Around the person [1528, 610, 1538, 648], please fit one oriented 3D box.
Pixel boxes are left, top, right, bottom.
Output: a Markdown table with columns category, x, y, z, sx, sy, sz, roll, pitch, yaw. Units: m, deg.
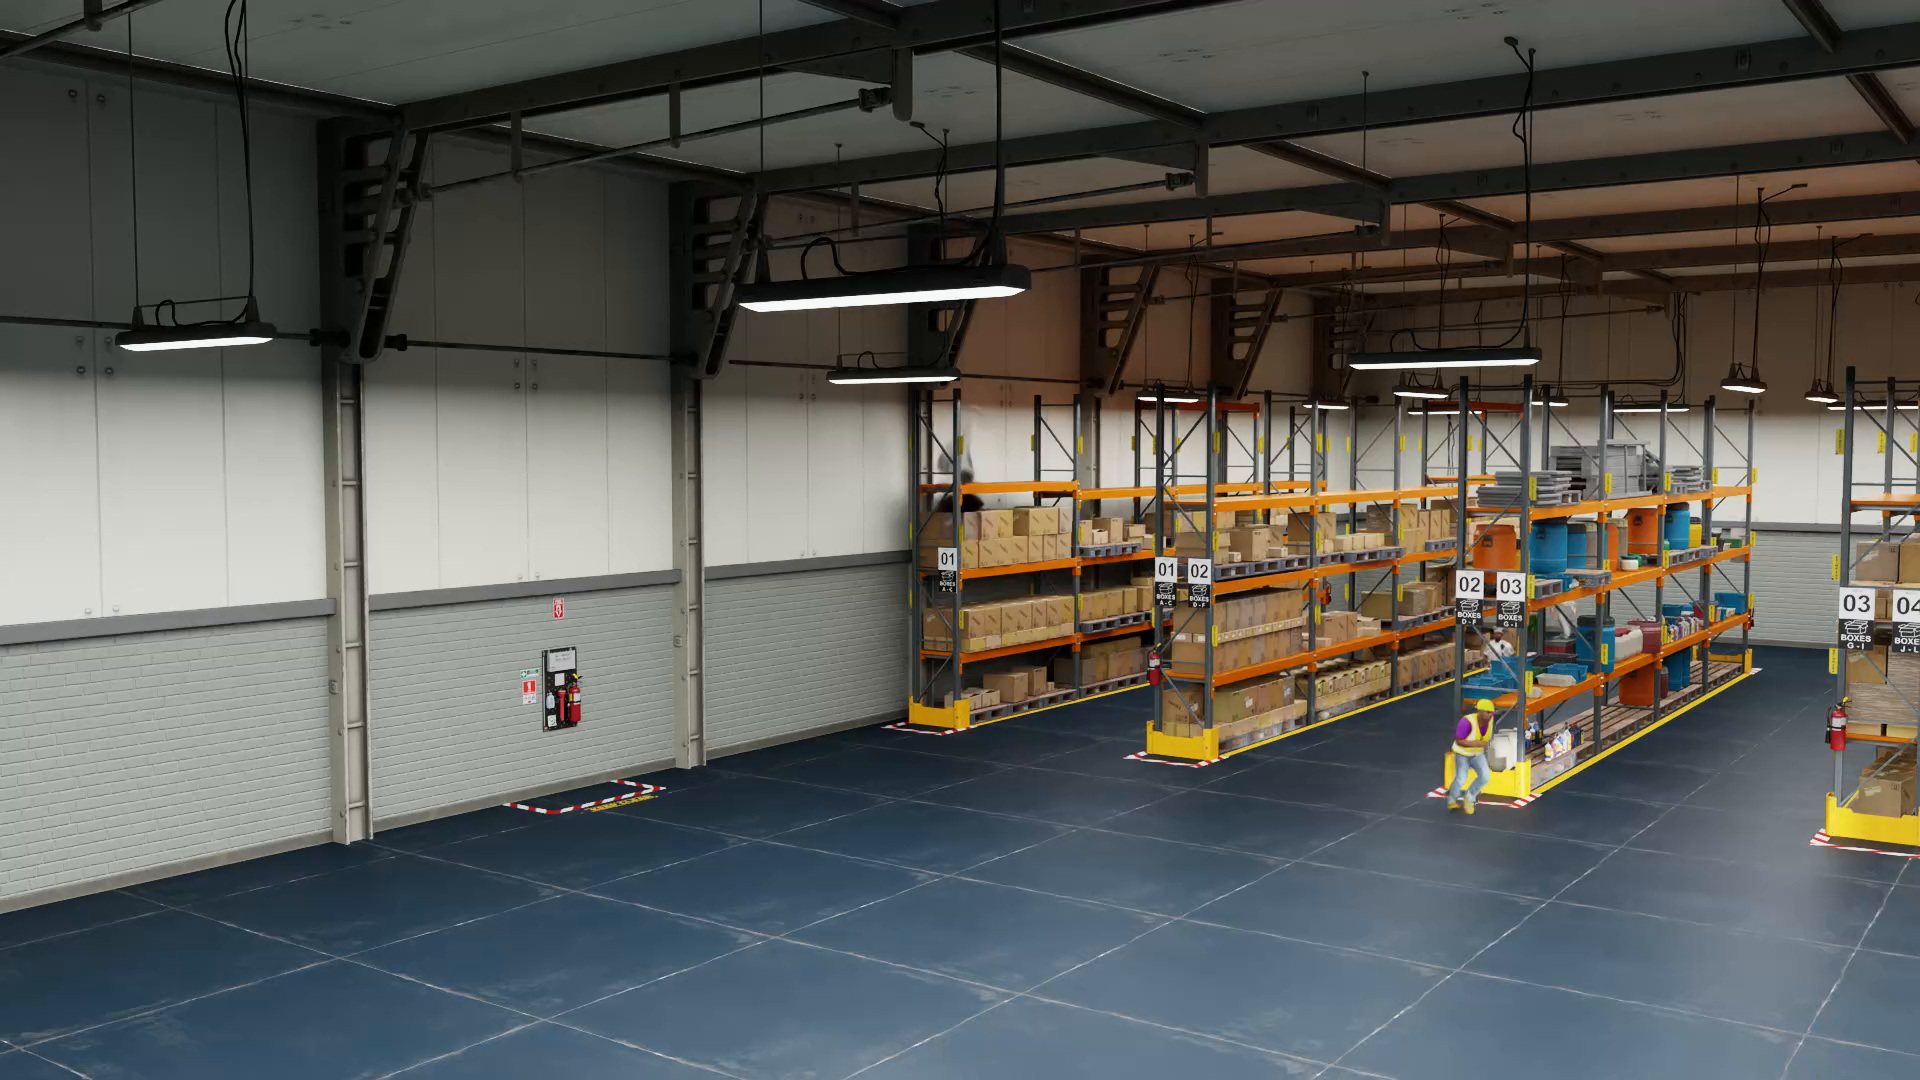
| category | x | y | z | sx | sy | sz | roll | pitch | yaw |
| --- | --- | --- | --- | --- | --- | --- | --- | --- | --- |
| person | 13.902 | 1.795 | 40.431 | 0.800 | 1.786 | 0.664 | 0 | 3 | -2 |

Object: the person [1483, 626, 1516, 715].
| category | x | y | z | sx | sy | sz | roll | pitch | yaw |
| --- | --- | --- | --- | --- | --- | --- | --- | --- | --- |
| person | 9.977 | 2.420 | 30.862 | 0.570 | 1.661 | 0.548 | 2 | 4 | 33 |

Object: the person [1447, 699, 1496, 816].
| category | x | y | z | sx | sy | sz | roll | pitch | yaw |
| --- | --- | --- | --- | --- | --- | --- | --- | --- | --- |
| person | 6.930 | 2.918 | 22.429 | 0.735 | 1.631 | 0.931 | -1 | 3 | -21 |

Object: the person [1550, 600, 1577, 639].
| category | x | y | z | sx | sy | sz | roll | pitch | yaw |
| --- | --- | --- | --- | --- | --- | --- | --- | --- | --- |
| person | 14.456 | 1.914 | 39.749 | 0.606 | 1.658 | 0.868 | -1 | 3 | -12 |
